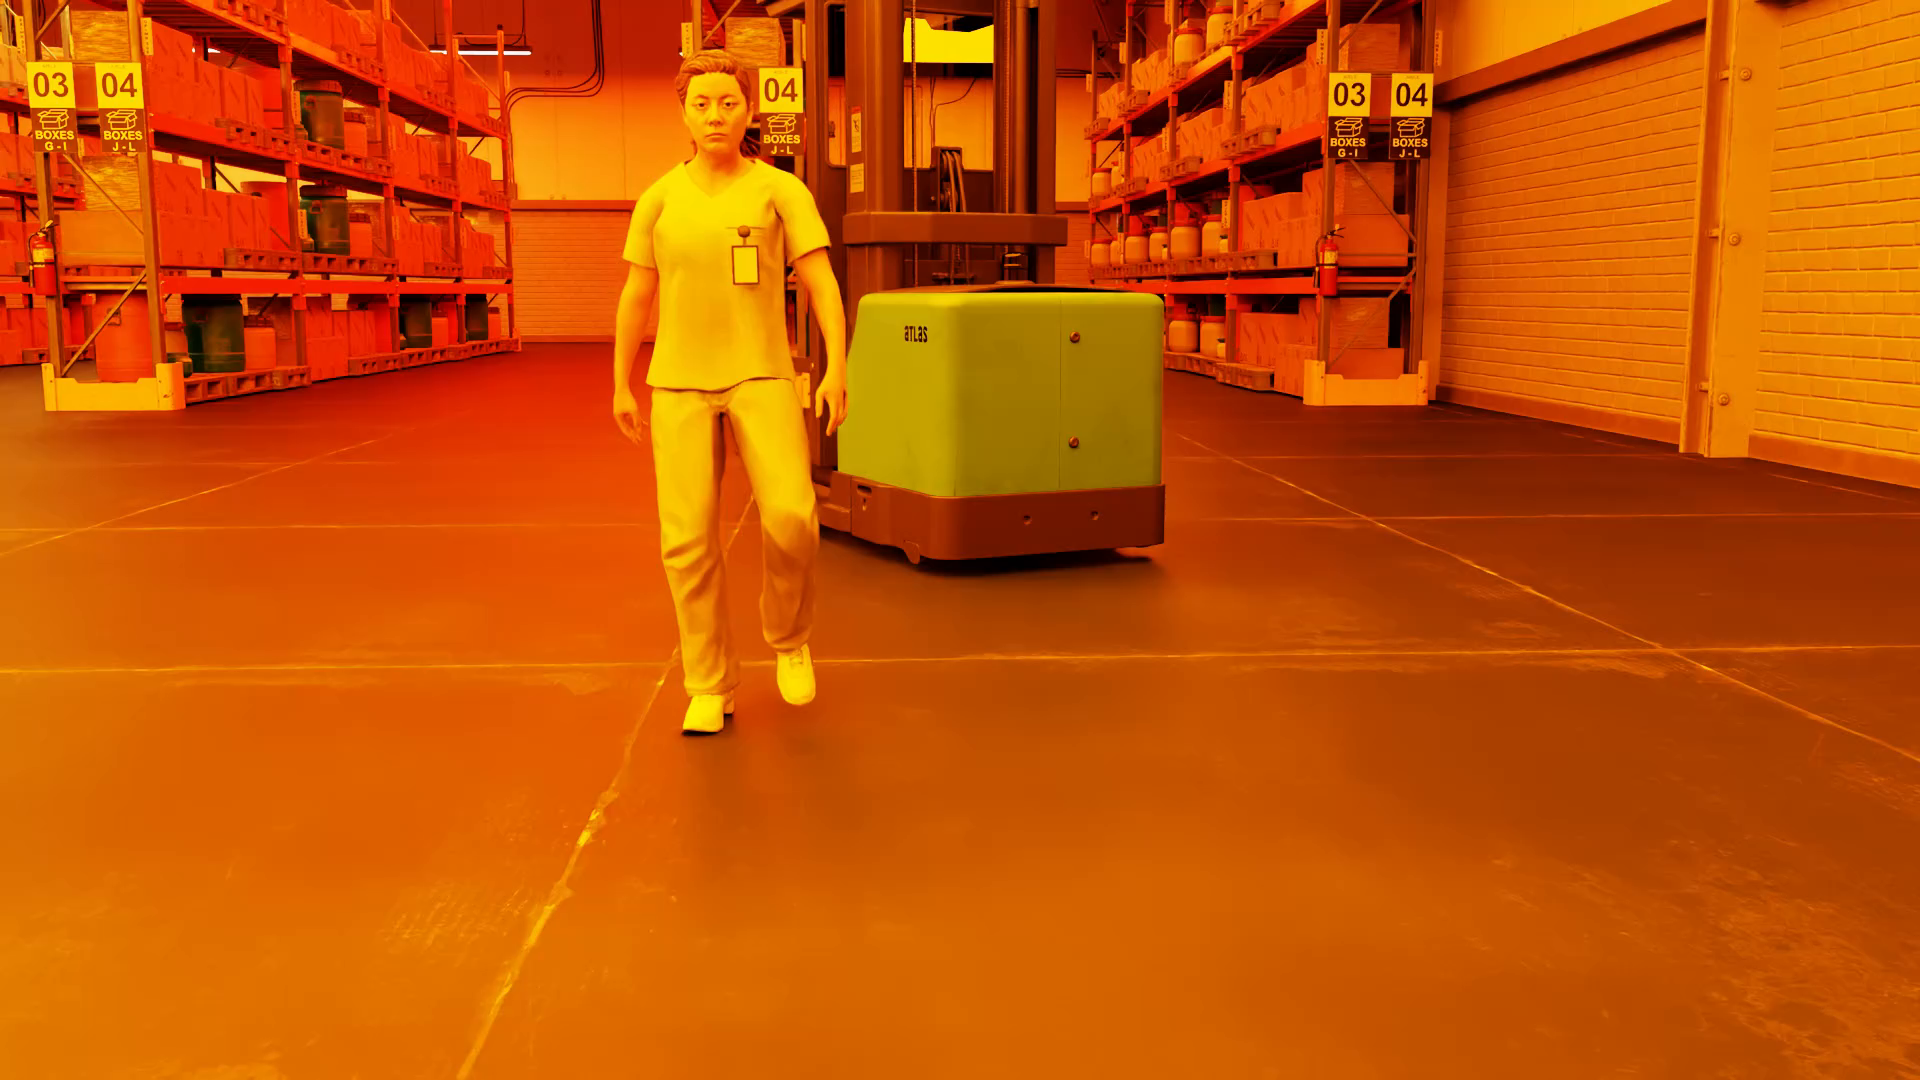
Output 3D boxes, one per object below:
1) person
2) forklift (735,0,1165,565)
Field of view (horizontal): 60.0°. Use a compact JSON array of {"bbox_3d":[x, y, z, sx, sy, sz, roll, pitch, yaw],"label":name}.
[{"bbox_3d":[-0.570,-0.356,4.090,0.601,1.651,0.468,0,8,-1],"label":"person"},{"bbox_3d":[-0.264,-1.530,7.637,1.130,2.935,3.031,-4,9,-25],"label":"forklift"}]
